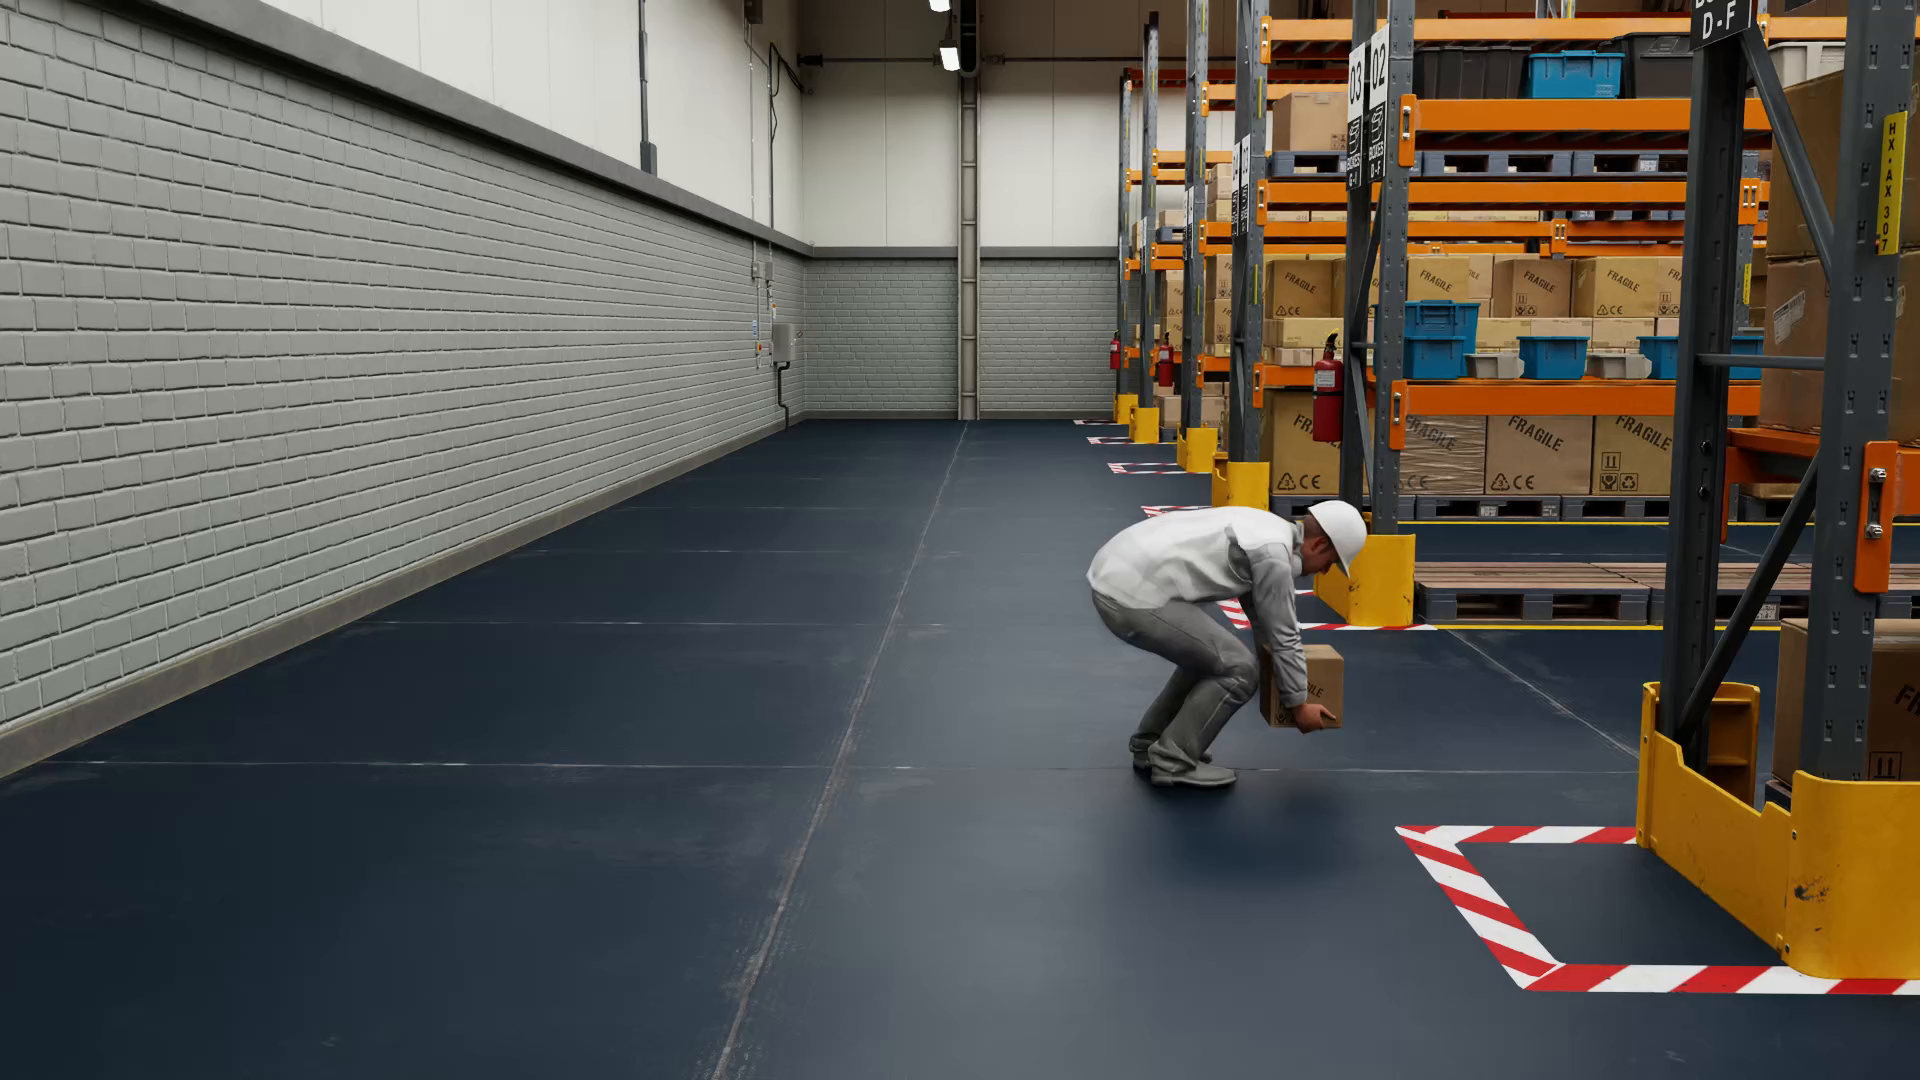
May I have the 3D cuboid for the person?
[{"bbox_3d":[0.949,0.357,5.947,0.988,0.996,0.513,0,7,-1],"label":"person"}]
